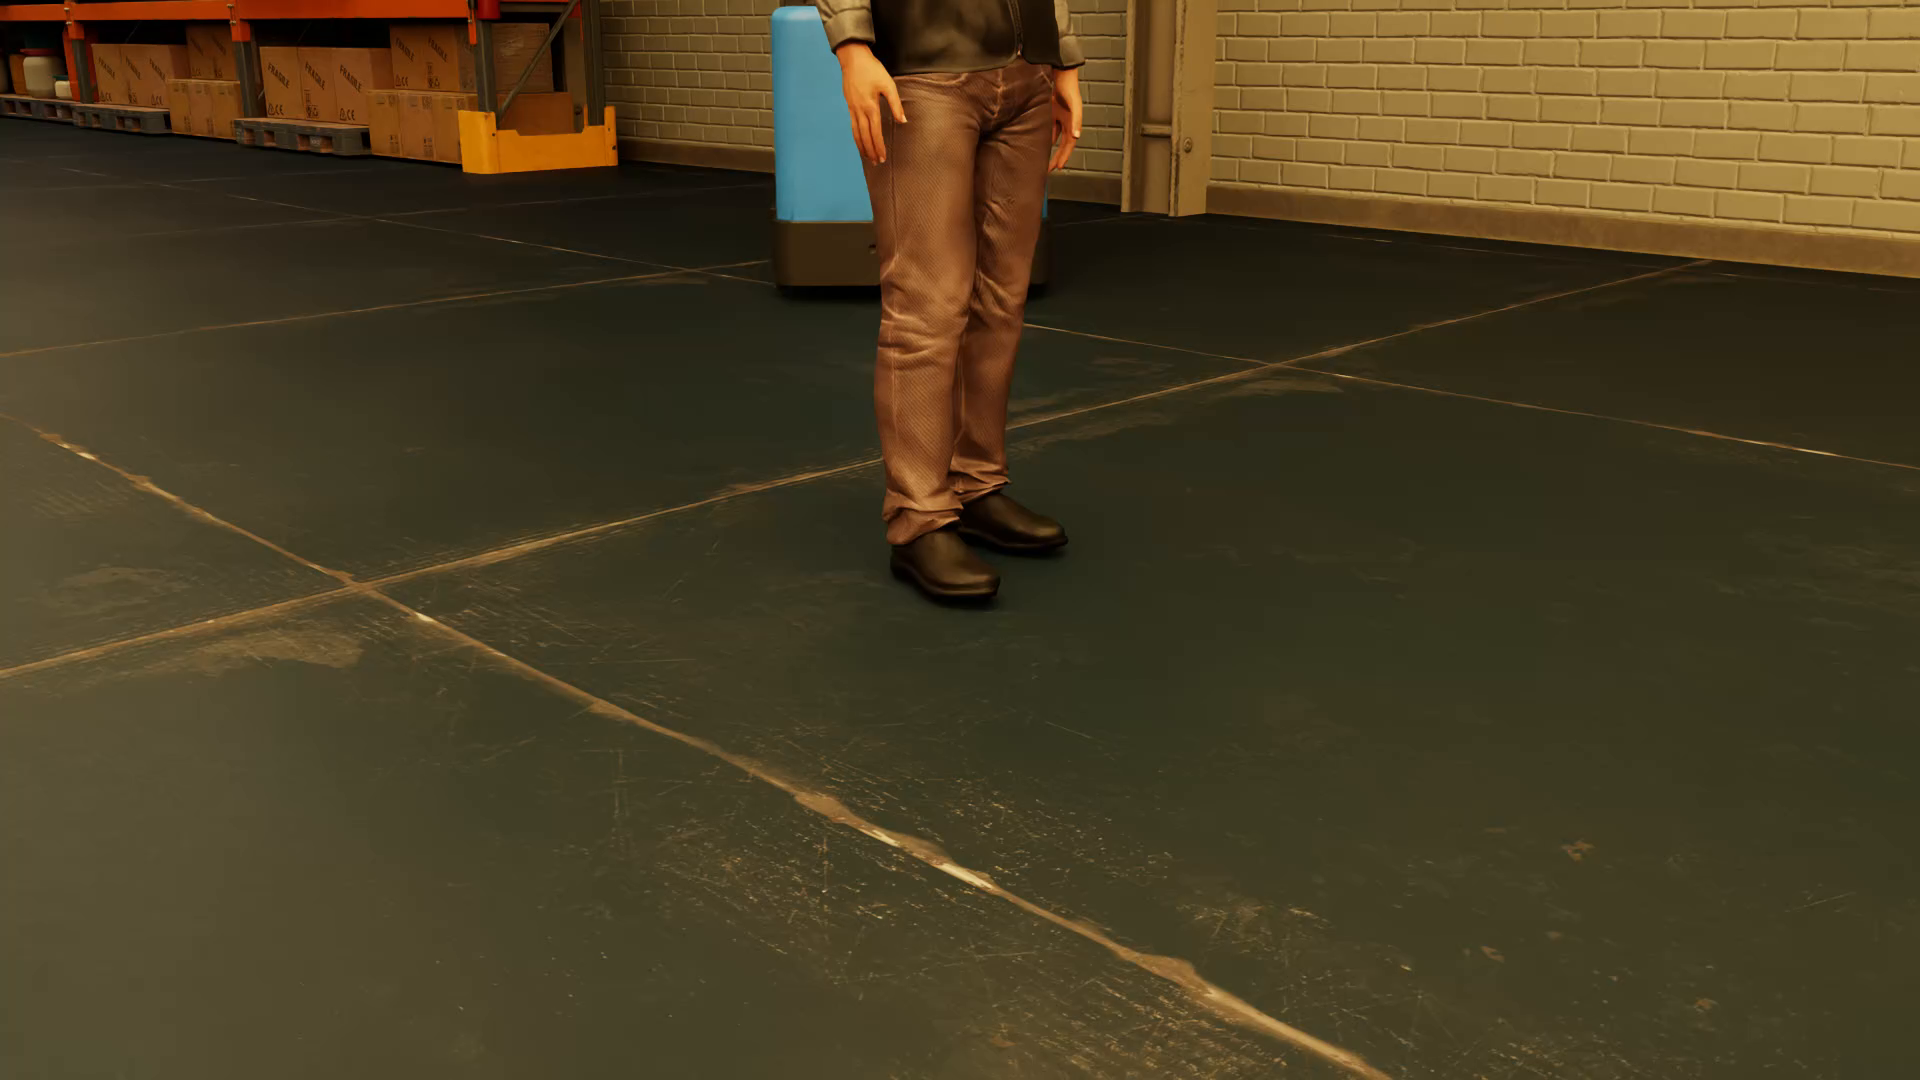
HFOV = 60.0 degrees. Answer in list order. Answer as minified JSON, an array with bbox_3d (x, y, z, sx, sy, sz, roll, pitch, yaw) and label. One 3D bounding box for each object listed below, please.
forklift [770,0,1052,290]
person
[{"bbox_3d":[-0.238,-2.733,7.286,1.130,2.935,3.031,-1,17,-2],"label":"forklift"},{"bbox_3d":[0.040,-0.815,3.092,0.566,1.722,0.634,16,23,42],"label":"person"}]
